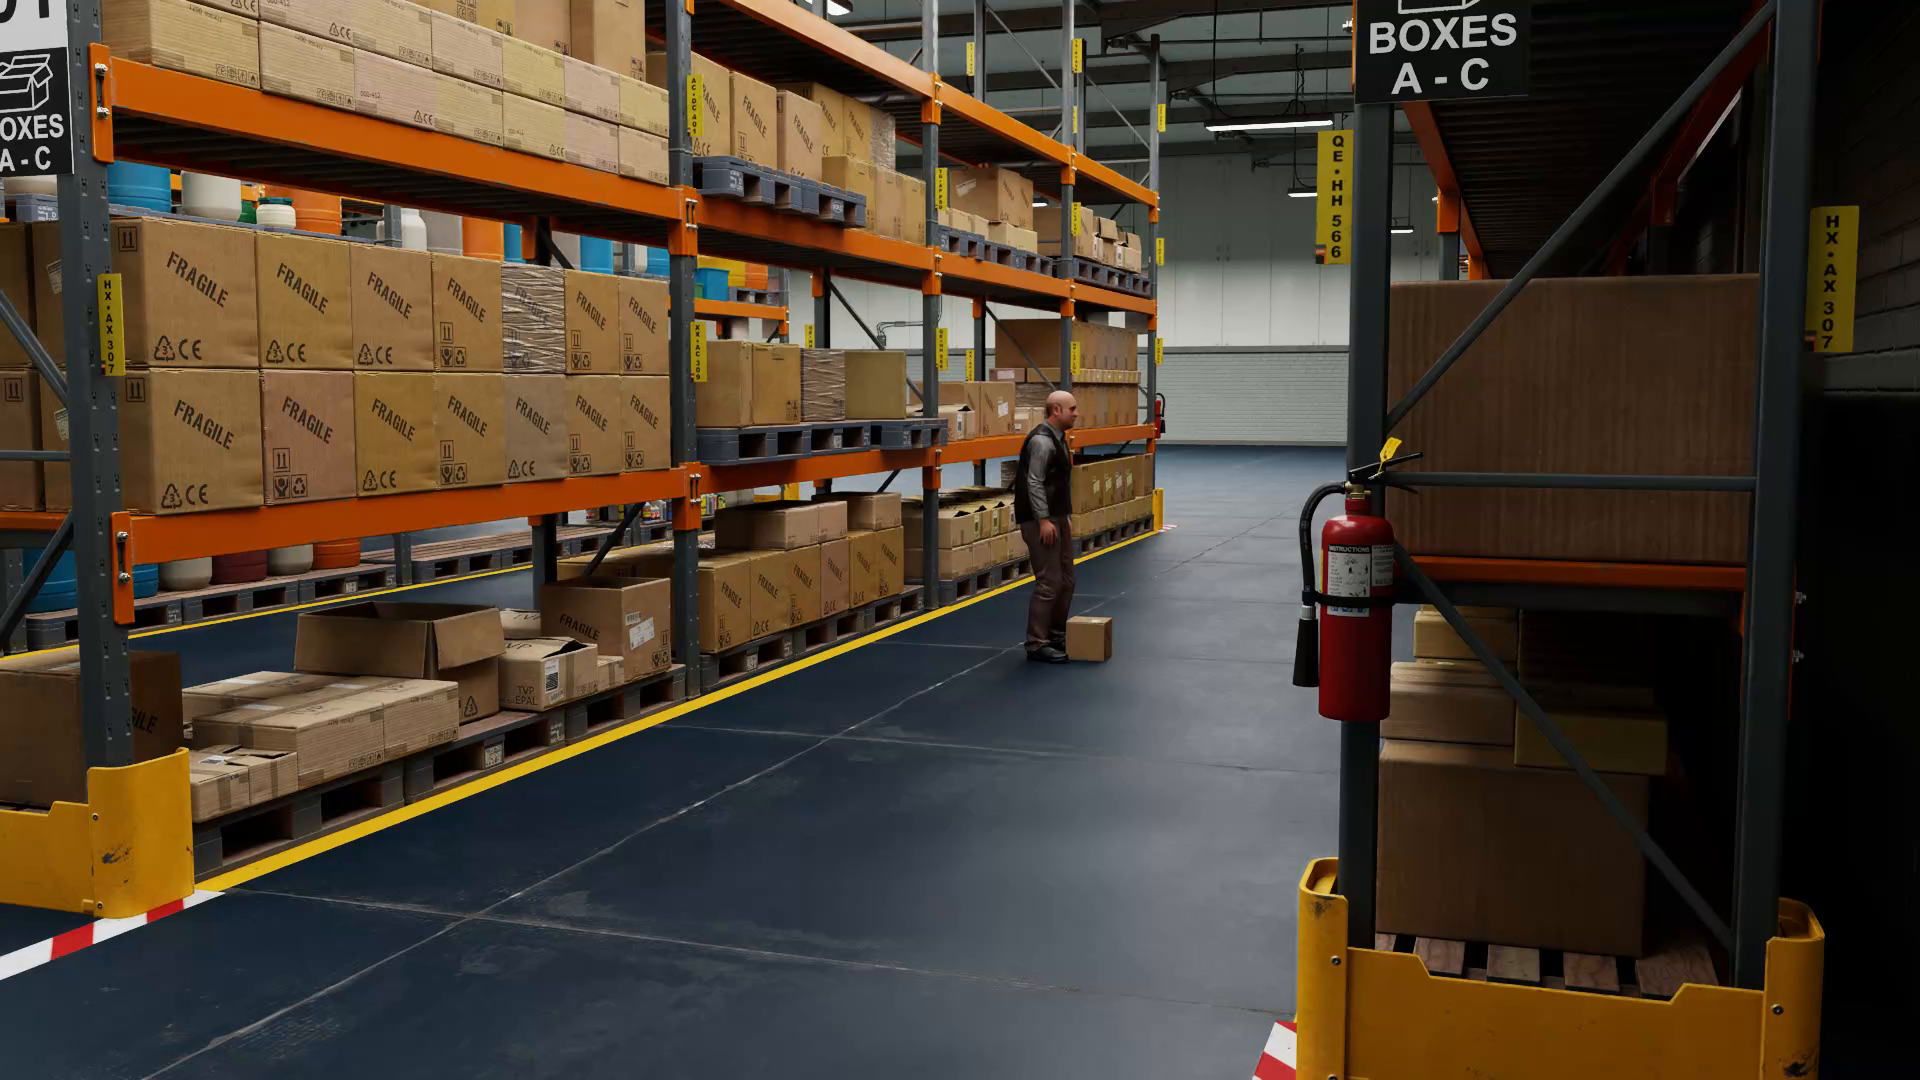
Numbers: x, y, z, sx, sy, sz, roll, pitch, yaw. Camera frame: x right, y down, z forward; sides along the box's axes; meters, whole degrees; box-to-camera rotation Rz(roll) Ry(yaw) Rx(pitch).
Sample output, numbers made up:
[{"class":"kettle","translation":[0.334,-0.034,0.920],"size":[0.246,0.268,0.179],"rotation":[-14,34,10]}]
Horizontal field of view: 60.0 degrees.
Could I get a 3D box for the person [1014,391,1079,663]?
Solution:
[{"class":"person","translation":[0.586,-0.101,10.736],"size":[0.460,1.721,0.580],"rotation":[2,5,19]}]
